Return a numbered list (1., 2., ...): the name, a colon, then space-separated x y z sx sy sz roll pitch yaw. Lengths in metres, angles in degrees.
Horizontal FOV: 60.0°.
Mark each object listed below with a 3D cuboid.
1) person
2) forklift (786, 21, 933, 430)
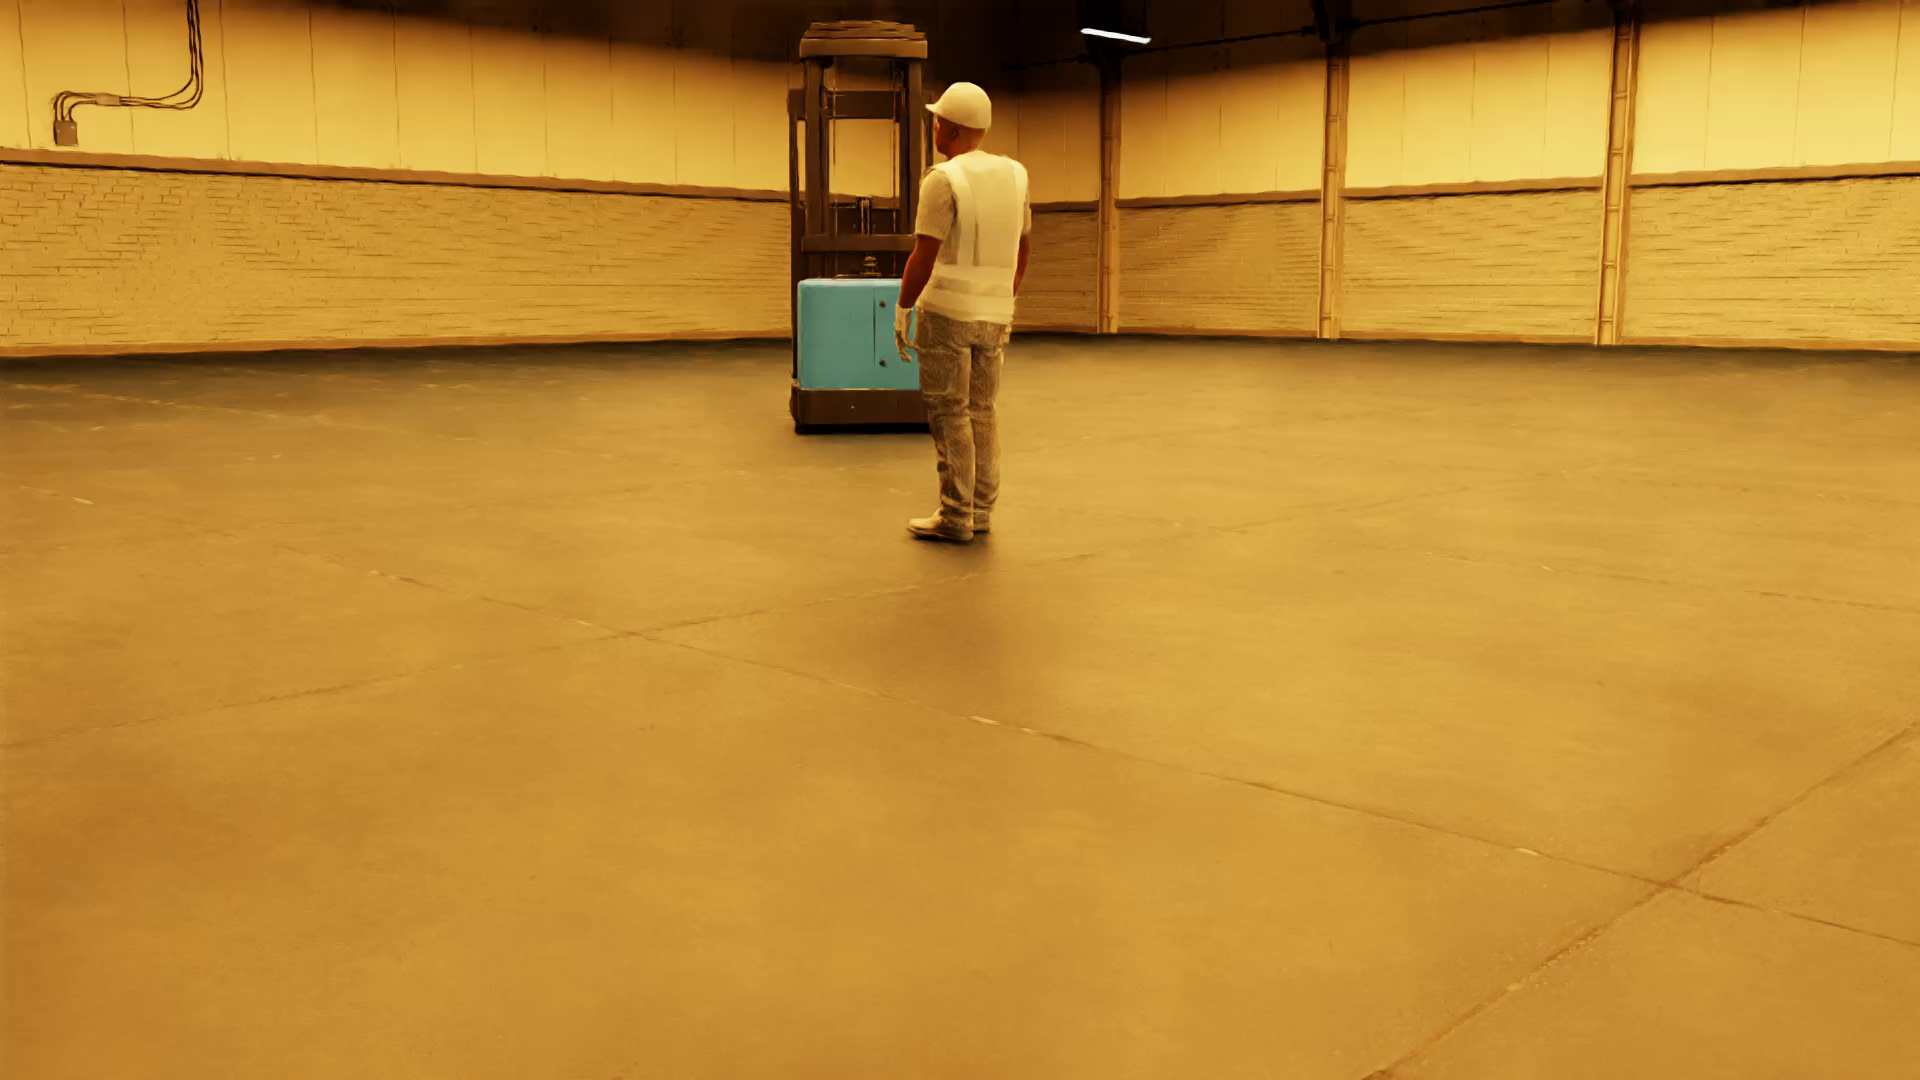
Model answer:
1. person: -0.046 -0.897 6.639 0.576 1.782 0.655 8 12 43
2. forklift: -0.781 -2.422 12.957 1.130 2.935 3.031 -1 9 -7
